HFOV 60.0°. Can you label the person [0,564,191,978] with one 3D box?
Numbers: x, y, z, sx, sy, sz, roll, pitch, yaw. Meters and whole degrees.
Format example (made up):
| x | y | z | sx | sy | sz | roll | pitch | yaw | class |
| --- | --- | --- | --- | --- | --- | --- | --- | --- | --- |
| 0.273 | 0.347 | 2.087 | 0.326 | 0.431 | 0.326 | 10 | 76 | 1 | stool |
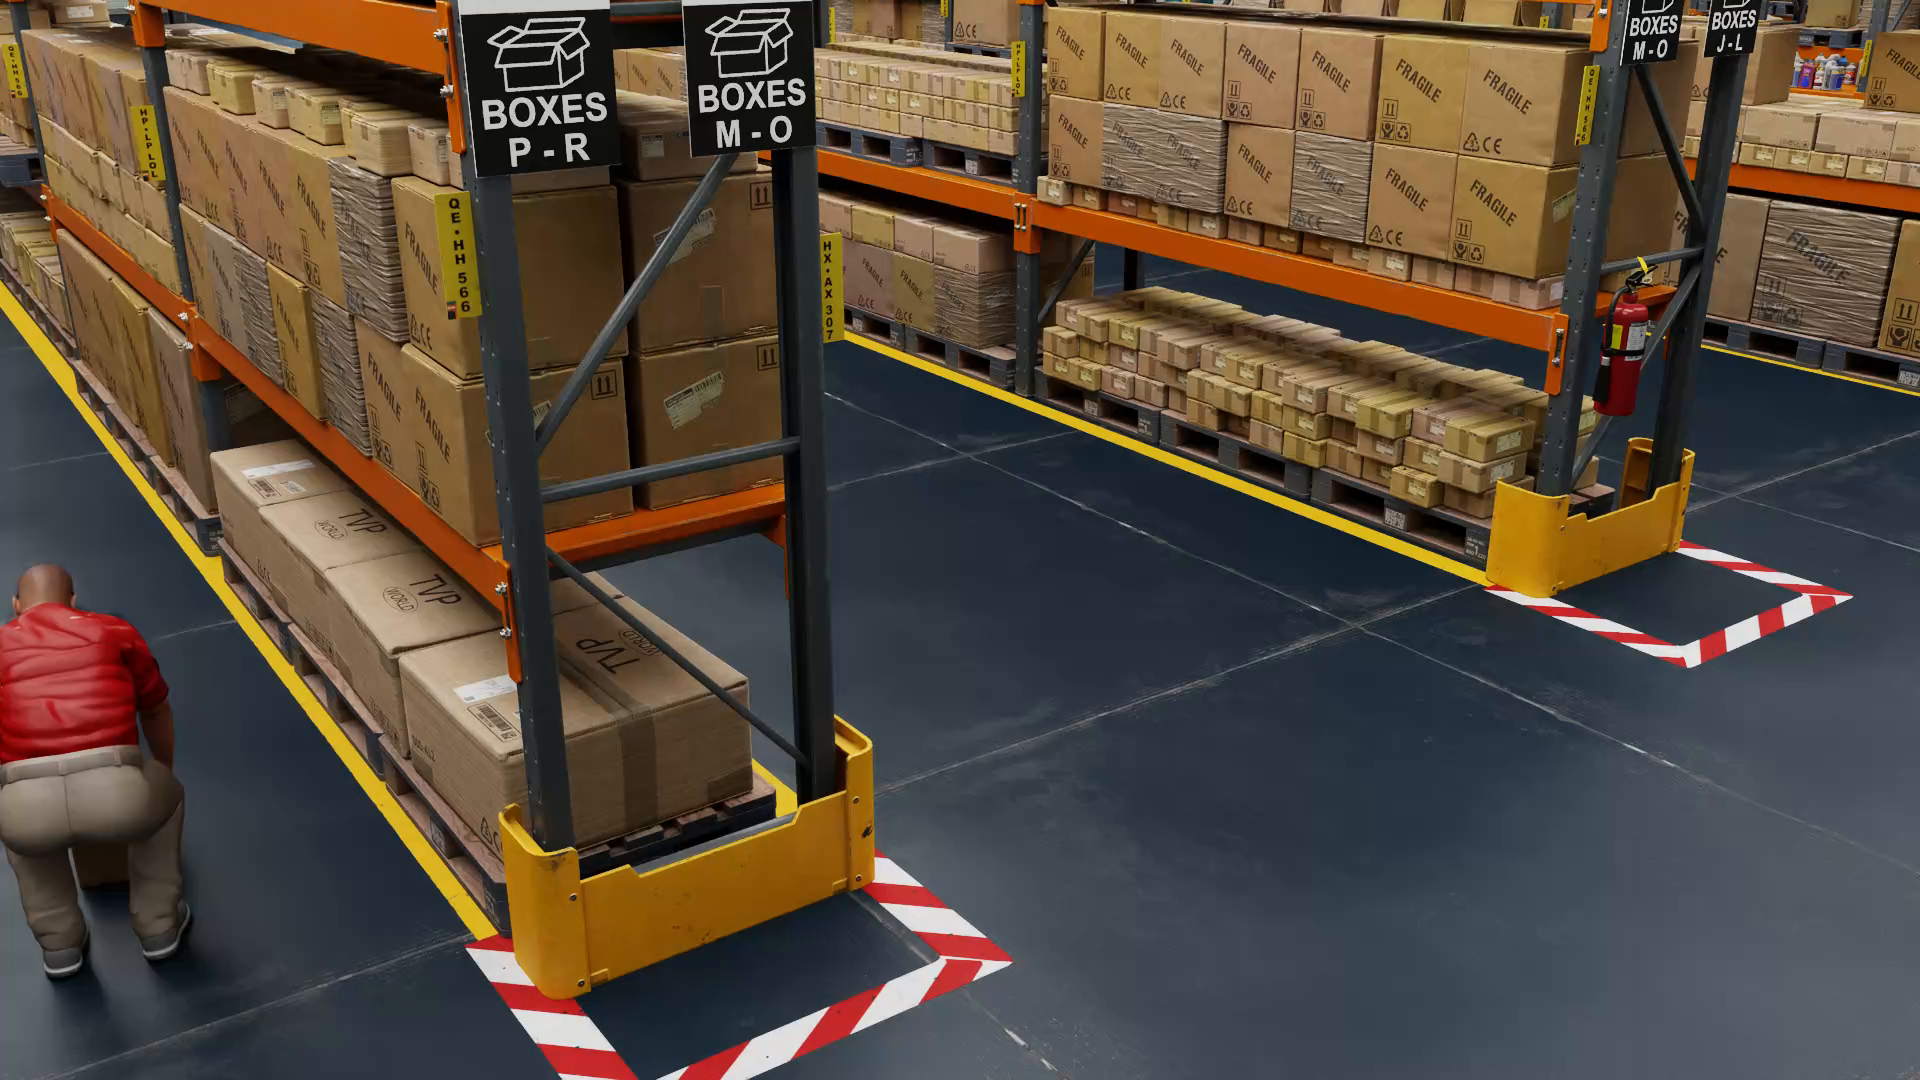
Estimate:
| x | y | z | sx | sy | sz | roll | pitch | yaw | class |
| --- | --- | --- | --- | --- | --- | --- | --- | --- | --- |
| -2.717 | 0.714 | 5.085 | 0.576 | 1.141 | 0.823 | -8 | 22 | -19 | person |
